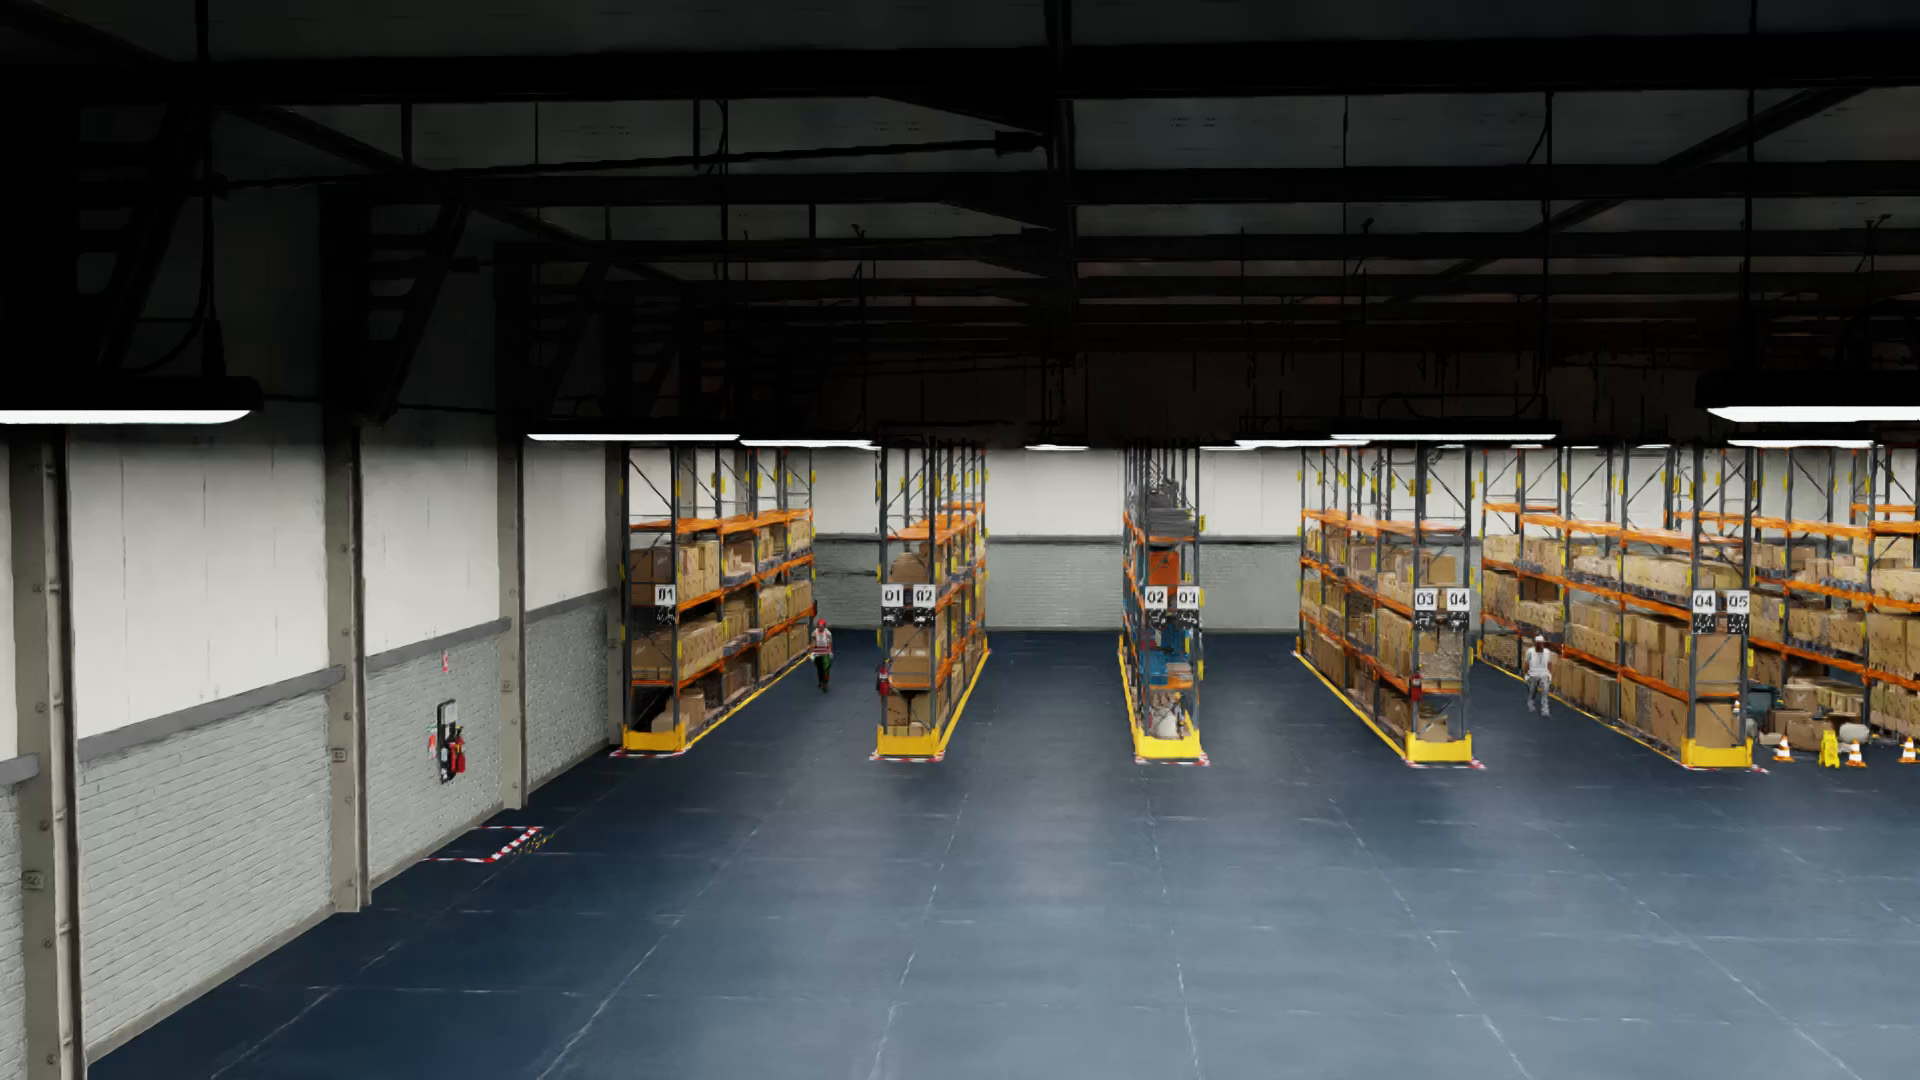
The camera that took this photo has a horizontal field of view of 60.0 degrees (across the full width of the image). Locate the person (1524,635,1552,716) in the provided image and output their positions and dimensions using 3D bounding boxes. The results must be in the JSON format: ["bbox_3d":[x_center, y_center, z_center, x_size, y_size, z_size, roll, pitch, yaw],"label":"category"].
[{"bbox_3d":[12.549,2.923,36.084,0.599,1.735,1.045,1,3,12],"label":"person"}]

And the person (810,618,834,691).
[{"bbox_3d":[-3.323,2.721,39.861,0.557,1.708,1.121,0,3,2],"label":"person"}]

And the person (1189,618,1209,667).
[{"bbox_3d":[6.175,2.550,44.109,0.637,1.607,0.813,-1,3,-13],"label":"person"}]
